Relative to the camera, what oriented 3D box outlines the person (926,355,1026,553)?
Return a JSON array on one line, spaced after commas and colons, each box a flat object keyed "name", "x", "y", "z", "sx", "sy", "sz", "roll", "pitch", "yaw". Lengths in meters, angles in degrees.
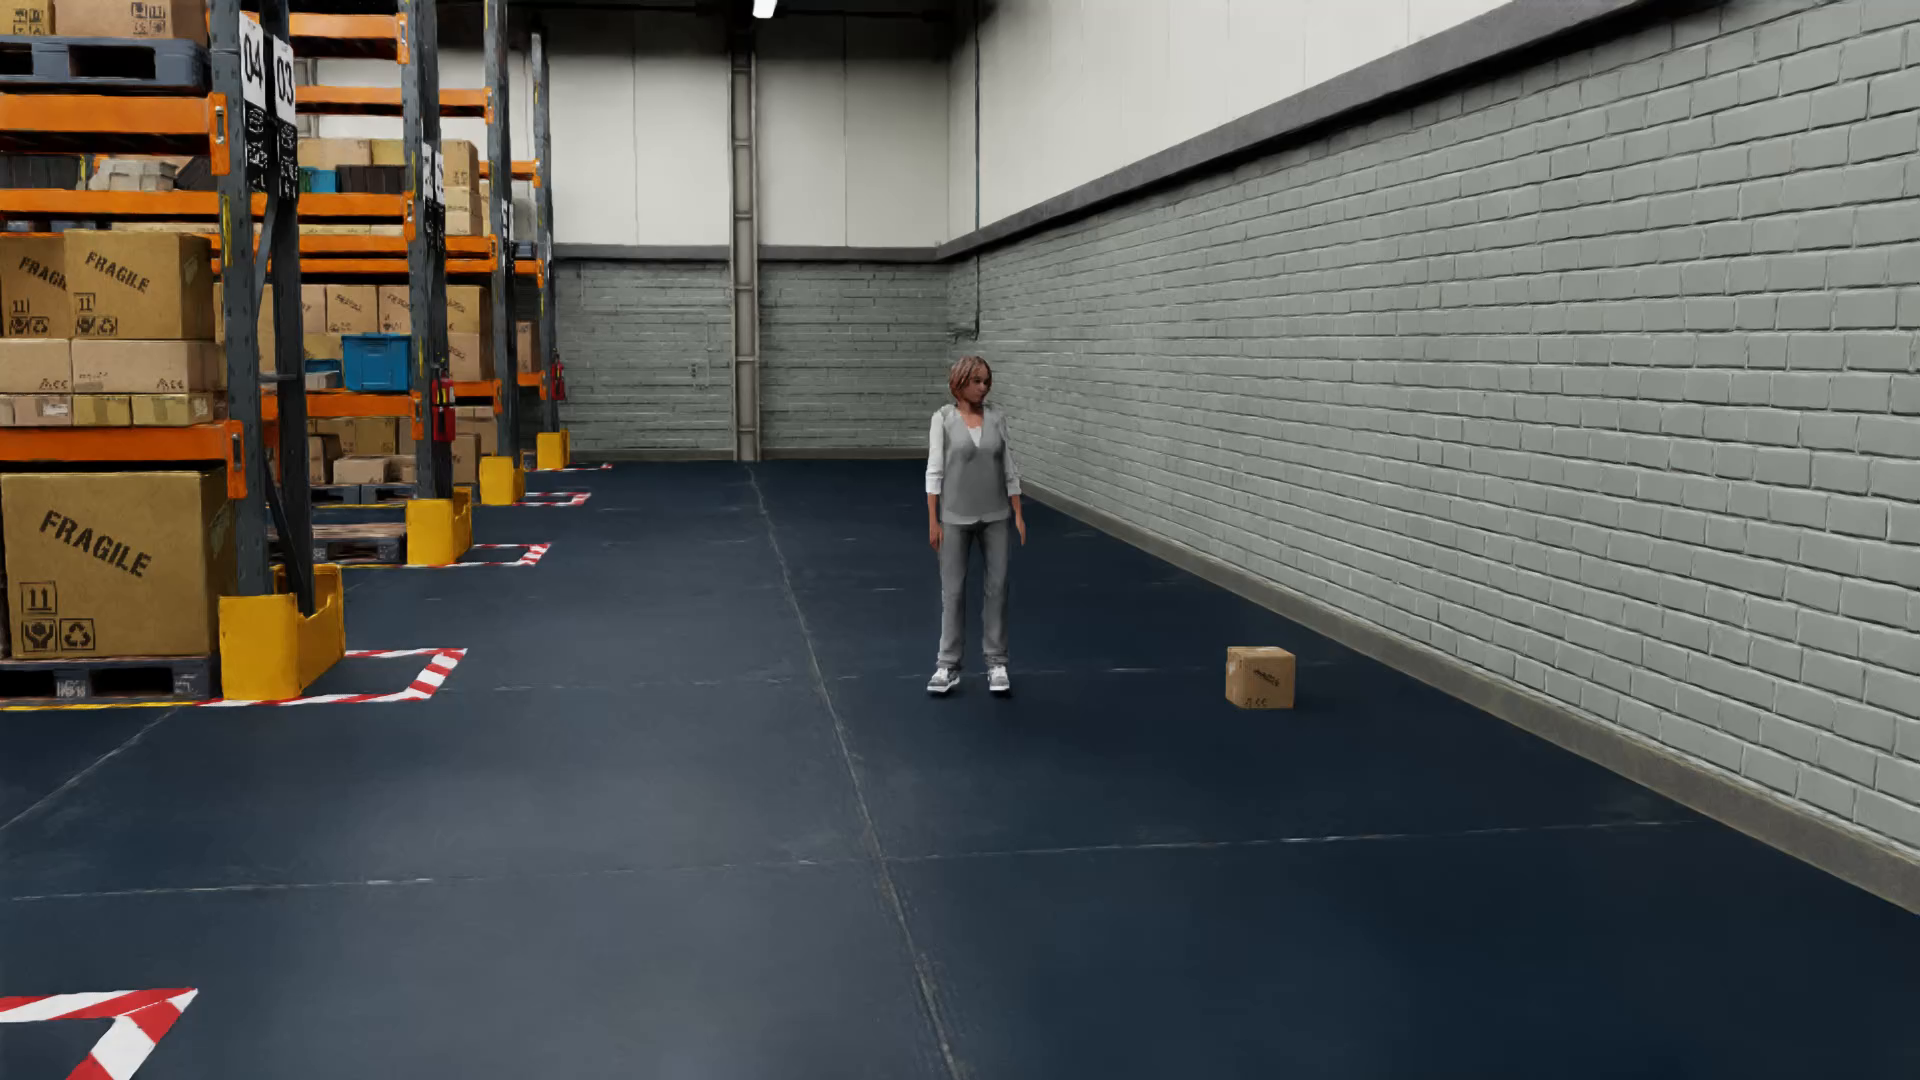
[{"name": "person", "x": 0.072, "y": -0.410, "z": 7.933, "sx": 0.478, "sy": 0.937, "sz": 0.319, "roll": -1, "pitch": 7, "yaw": -10}]
